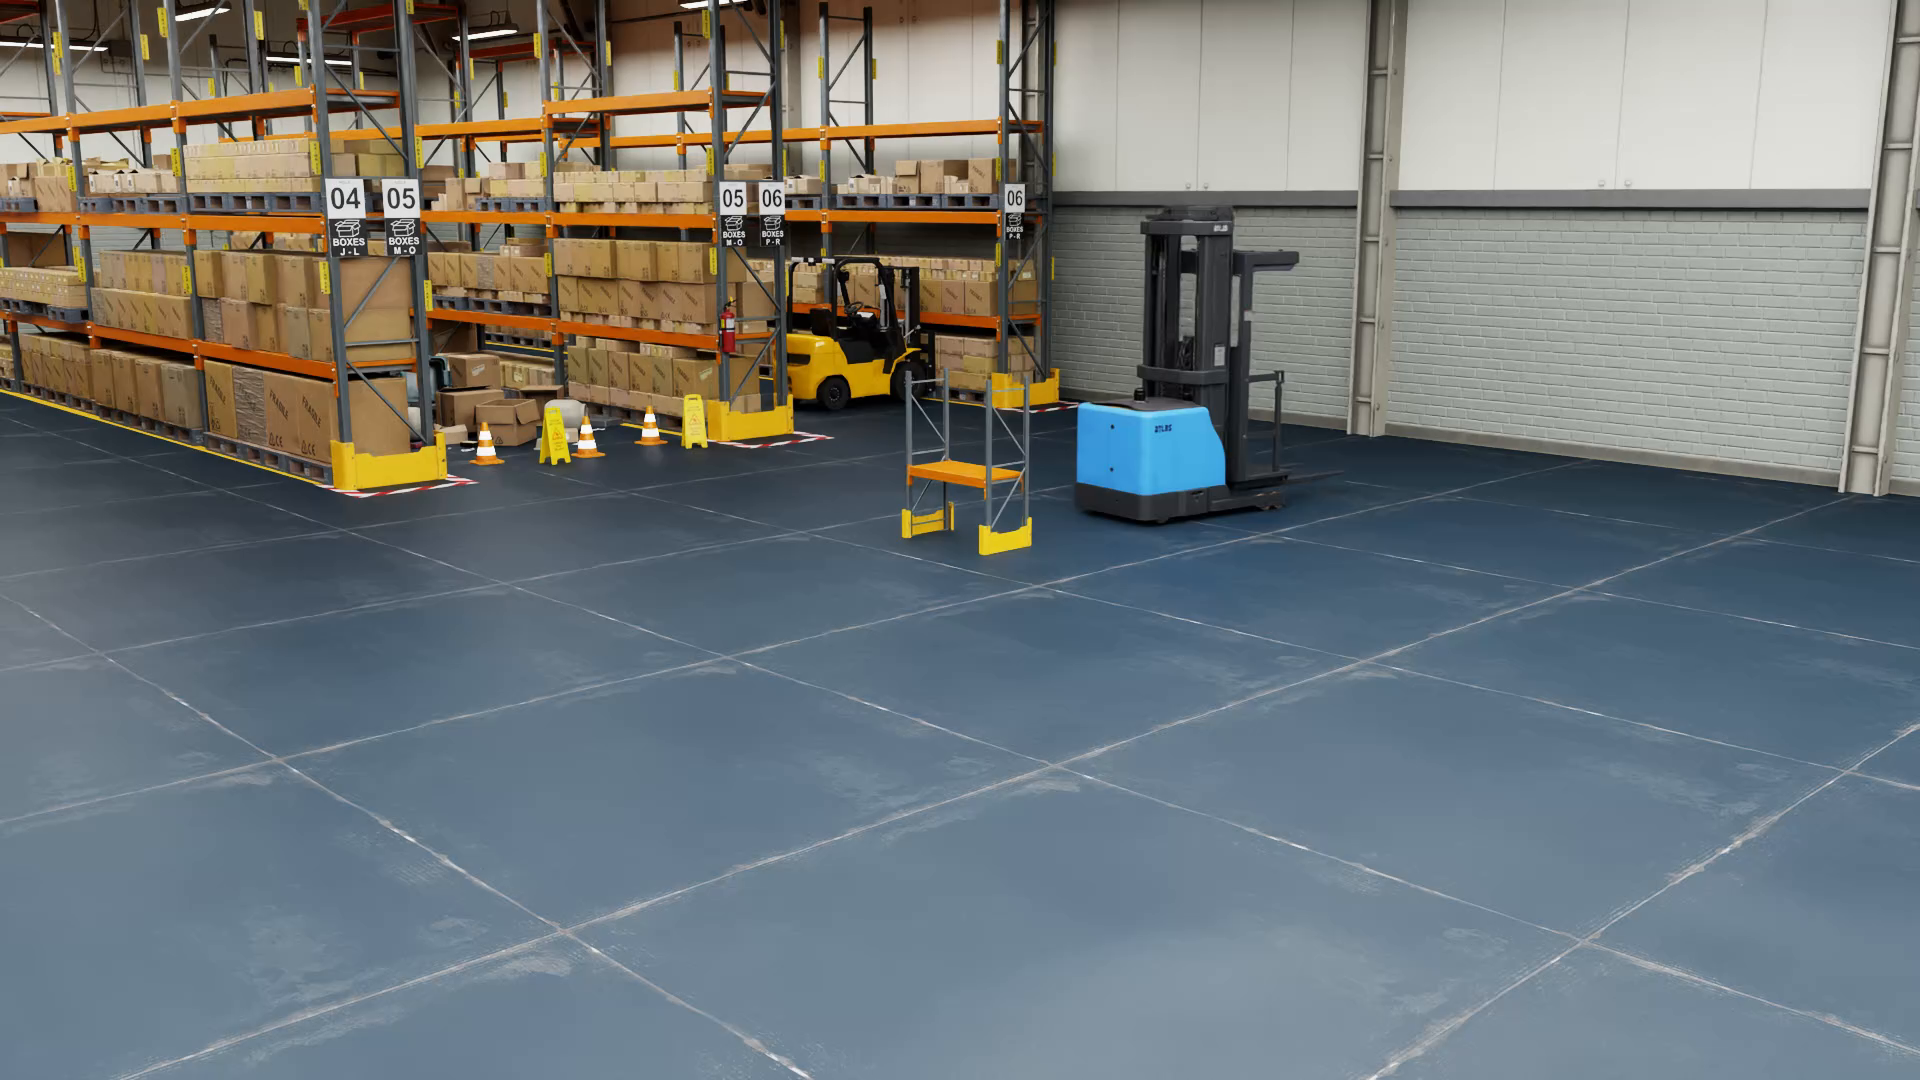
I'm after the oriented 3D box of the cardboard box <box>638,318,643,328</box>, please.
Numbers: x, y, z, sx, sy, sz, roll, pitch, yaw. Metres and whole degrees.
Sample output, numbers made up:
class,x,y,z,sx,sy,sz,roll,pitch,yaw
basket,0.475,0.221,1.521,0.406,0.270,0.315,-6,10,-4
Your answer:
class,x,y,z,sx,sy,sz,roll,pitch,yaw
cardboard box,-4.087,-2.925,22.300,0.380,0.149,0.250,-11,16,-43

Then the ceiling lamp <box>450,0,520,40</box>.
class,x,y,z,sx,sy,sz,roll,pitch,yaw
ceiling lamp,-8.343,-10.610,29.644,0.800,3.185,2.000,-11,16,-43

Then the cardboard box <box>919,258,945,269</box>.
class,x,y,z,sx,sy,sz,roll,pitch,yaw
cardboard box,-0.399,-4.198,25.260,0.380,0.149,0.250,-10,16,-41

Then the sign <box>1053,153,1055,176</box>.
class,x,y,z,sx,sy,sz,roll,pitch,yaw
sign,1.360,-5.503,24.390,0.100,0.325,0.005,-11,16,-43

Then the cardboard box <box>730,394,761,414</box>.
class,x,y,z,sx,sy,sz,roll,pitch,yaw
cardboard box,-2.990,-1.813,22.052,0.500,0.250,0.500,-11,16,-43

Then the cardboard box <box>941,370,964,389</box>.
class,x,y,z,sx,sy,sz,roll,pitch,yaw
cardboard box,0.065,-2.447,25.131,0.500,0.250,0.500,-11,16,-43

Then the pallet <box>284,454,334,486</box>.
class,x,y,z,sx,sy,sz,roll,pitch,yaw
pallet,-6.752,-0.833,18.433,1.003,0.211,1.213,-11,16,-43

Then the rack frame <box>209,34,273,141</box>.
class,x,y,z,sx,sy,sz,roll,pitch,yaw
rack frame,-13.682,-8.071,31.787,1.000,3.000,0.127,-11,16,-43

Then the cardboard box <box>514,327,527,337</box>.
class,x,y,z,sx,sy,sz,roll,pitch,yaw
cardboard box,-8.886,-4.483,34.390,0.500,0.500,0.500,-11,16,-42

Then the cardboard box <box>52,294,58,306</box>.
class,x,y,z,sx,sy,sz,roll,pitch,yaw
cardboard box,-12.689,-3.425,23.686,0.380,0.149,0.250,-11,16,-42

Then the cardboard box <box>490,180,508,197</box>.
class,x,y,z,sx,sy,sz,roll,pitch,yaw
cardboard box,-6.600,-5.197,24.601,0.500,0.250,0.500,-11,16,-42

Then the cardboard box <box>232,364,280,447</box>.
class,x,y,z,sx,sy,sz,roll,pitch,yaw
cardboard box,-7.896,-1.610,19.515,0.875,0.875,0.875,-11,16,-42

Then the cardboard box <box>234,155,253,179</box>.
class,x,y,z,sx,sy,sz,roll,pitch,yaw
cardboard box,-7.722,-4.142,18.495,0.500,0.250,0.500,-11,16,-42

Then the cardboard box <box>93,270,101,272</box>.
class,x,y,z,sx,sy,sz,roll,pitch,yaw
cardboard box,-12.571,-3.883,24.430,0.380,0.149,0.250,-10,15,-40

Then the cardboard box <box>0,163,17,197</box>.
class,x,y,z,sx,sy,sz,roll,pitch,yaw
cardboard box,-14.248,-5.498,25.441,0.700,0.500,0.500,-11,16,-42

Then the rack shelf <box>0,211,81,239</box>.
class,x,y,z,sx,sy,sz,roll,pitch,yaw
rack shelf,-13.049,-4.670,24.492,1.077,0.370,4.000,-11,16,-43

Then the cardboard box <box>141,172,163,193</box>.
class,x,y,z,sx,sy,sz,roll,pitch,yaw
cardboard box,-9.917,-4.477,20.858,0.500,0.250,0.500,-11,16,-43

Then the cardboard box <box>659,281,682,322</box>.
class,x,y,z,sx,sy,sz,roll,pitch,yaw
cardboard box,-3.549,-3.107,21.574,0.500,0.500,0.500,-11,16,-42

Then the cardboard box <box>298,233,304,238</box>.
class,x,y,z,sx,sy,sz,roll,pitch,yaw
cardboard box,-11.631,-5.498,29.828,0.380,0.149,0.250,-11,16,-42

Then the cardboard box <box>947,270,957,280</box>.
class,x,y,z,sx,sy,sz,roll,pitch,yaw
cardboard box,0.017,-3.986,24.968,0.380,0.149,0.250,-11,16,-43

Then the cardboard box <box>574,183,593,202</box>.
class,x,y,z,sx,sy,sz,roll,pitch,yaw
cardboard box,-4.926,-4.747,22.718,0.500,0.250,0.500,-11,16,-43

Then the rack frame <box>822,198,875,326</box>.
class,x,y,z,sx,sy,sz,roll,pitch,yaw
rack frame,-1.807,-4.074,27.251,1.000,3.000,0.127,-11,16,-43

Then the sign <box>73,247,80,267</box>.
class,x,y,z,sx,sy,sz,roll,pitch,yaw
sign,-14.031,-4.490,26.400,0.100,0.325,0.005,-11,16,-43

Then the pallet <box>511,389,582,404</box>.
class,x,y,z,sx,sy,sz,roll,pitch,yaw
pallet,-5.934,-2.129,24.723,1.003,0.211,1.213,-11,16,-43

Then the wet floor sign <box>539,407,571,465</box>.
class,x,y,z,sx,sy,sz,roll,pitch,yaw
wet floor sign,-4.691,-1.212,19.195,0.232,0.644,0.267,8,14,35

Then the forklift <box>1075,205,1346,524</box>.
class,x,y,z,sx,sy,sz,roll,pitch,yaw
forklift,2.602,-1.802,16.393,3.031,2.935,1.130,-9,14,-36

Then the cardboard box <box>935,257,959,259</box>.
class,x,y,z,sx,sy,sz,roll,pitch,yaw
cardboard box,-0.170,-4.311,25.810,0.380,0.149,0.250,-11,16,-42

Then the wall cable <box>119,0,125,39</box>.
class,x,y,z,sx,sy,sz,roll,pitch,yaw
wall cable,-18.570,-11.948,34.249,2.355,3.000,0.029,-11,16,-43

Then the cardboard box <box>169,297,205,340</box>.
class,x,y,z,sx,sy,sz,roll,pitch,yaw
cardboard box,-9.459,-2.765,20.651,0.500,0.500,0.500,-11,16,-43

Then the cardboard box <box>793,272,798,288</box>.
class,x,y,z,sx,sy,sz,roll,pitch,yaw
cardboard box,-2.692,-4.355,27.751,0.500,0.250,0.500,11,16,44

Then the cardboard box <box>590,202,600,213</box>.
class,x,y,z,sx,sy,sz,roll,pitch,yaw
cardboard box,-4.821,-4.539,22.699,0.380,0.149,0.250,-10,15,-41

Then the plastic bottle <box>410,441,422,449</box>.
class,x,y,z,sx,sy,sz,roll,pitch,yaw
plastic bottle,-6.633,-1.173,20.456,0.133,0.061,0.283,6,13,26

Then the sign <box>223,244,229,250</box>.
class,x,y,z,sx,sy,sz,roll,pitch,yaw
sign,-14.087,-5.519,31.926,0.100,0.325,0.005,-11,16,-43

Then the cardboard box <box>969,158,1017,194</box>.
class,x,y,z,sx,sy,sz,roll,pitch,yaw
cardboard box,0.473,-5.293,24.201,0.500,0.500,0.500,-10,15,-41

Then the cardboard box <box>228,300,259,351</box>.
class,x,y,z,sx,sy,sz,roll,pitch,yaw
cardboard box,-7.958,-2.526,19.367,0.875,0.550,0.550,-11,16,-43

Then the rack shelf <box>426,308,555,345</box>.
class,x,y,z,sx,sy,sz,roll,pitch,yaw
rack shelf,-6.776,-3.321,25.381,1.077,0.370,4.000,-11,16,-43

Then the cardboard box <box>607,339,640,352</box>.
class,x,y,z,sx,sy,sz,roll,pitch,yaw
cardboard box,-4.596,-2.662,22.704,0.380,0.149,0.250,-10,15,-39

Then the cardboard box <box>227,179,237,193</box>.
class,x,y,z,sx,sy,sz,roll,pitch,yaw
cardboard box,-8.019,-3.992,18.753,0.380,0.149,0.250,-11,16,-43

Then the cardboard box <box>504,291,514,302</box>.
class,x,y,z,sx,sy,sz,roll,pitch,yaw
cardboard box,-6.502,-3.611,24.587,0.380,0.149,0.250,-11,16,-42

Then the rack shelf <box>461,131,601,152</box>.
class,x,y,z,sx,sy,sz,roll,pitch,yaw
rack shelf,-8.713,-8.118,33.803,1.077,0.370,4.000,-11,16,-43

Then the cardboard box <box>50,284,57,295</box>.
class,x,y,z,sx,sy,sz,roll,pitch,yaw
cardboard box,-12.707,-3.575,23.673,0.380,0.149,0.250,-10,16,-41

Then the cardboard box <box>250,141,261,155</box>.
class,x,y,z,sx,sy,sz,roll,pitch,yaw
cardboard box,-7.499,-4.272,18.138,0.380,0.149,0.250,-11,16,-43

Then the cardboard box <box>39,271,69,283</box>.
class,x,y,z,sx,sy,sz,roll,pitch,yaw
cardboard box,-13.040,-3.792,23.992,0.380,0.149,0.250,-11,16,-43

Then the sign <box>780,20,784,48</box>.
class,x,y,z,sx,sy,sz,roll,pitch,yaw
sign,-2.240,-6.308,20.717,0.100,0.325,0.005,-11,16,-43

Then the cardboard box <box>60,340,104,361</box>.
class,x,y,z,sx,sy,sz,roll,pitch,yaw
cardboard box,-12.686,-2.745,24.097,0.500,0.250,0.500,-11,16,-42

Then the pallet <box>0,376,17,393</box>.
class,x,y,z,sx,sy,sz,roll,pitch,yaw
pallet,-14.919,-2.572,26.872,1.003,0.211,1.213,-11,16,-43

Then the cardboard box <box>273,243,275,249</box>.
class,x,y,z,sx,sy,sz,roll,pitch,yaw
cardboard box,-12.488,-5.341,30.675,0.500,0.500,0.500,-11,16,-42

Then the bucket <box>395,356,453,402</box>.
class,x,y,z,sx,sy,sz,roll,pitch,yaw
bucket,-7.144,-2.120,22.112,0.726,0.611,0.620,-5,3,-23

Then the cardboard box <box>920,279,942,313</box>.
class,x,y,z,sx,sy,sz,roll,pitch,yaw
cardboard box,-0.281,-3.726,25.315,0.500,0.500,0.500,-11,16,-44

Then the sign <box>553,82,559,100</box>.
class,x,y,z,sx,sy,sz,roll,pitch,yaw
sign,-7.737,-8.603,31.857,0.100,0.325,0.005,-11,16,-43

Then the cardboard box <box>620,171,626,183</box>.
class,x,y,z,sx,sy,sz,roll,pitch,yaw
cardboard box,-4.280,-4.811,22.044,0.380,0.149,0.250,-10,16,-41

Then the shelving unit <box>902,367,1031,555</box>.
class,x,y,z,sx,sy,sz,roll,pitch,yaw
shelving unit,0.053,-0.723,14.706,0.587,1.500,1.083,-11,16,-43
